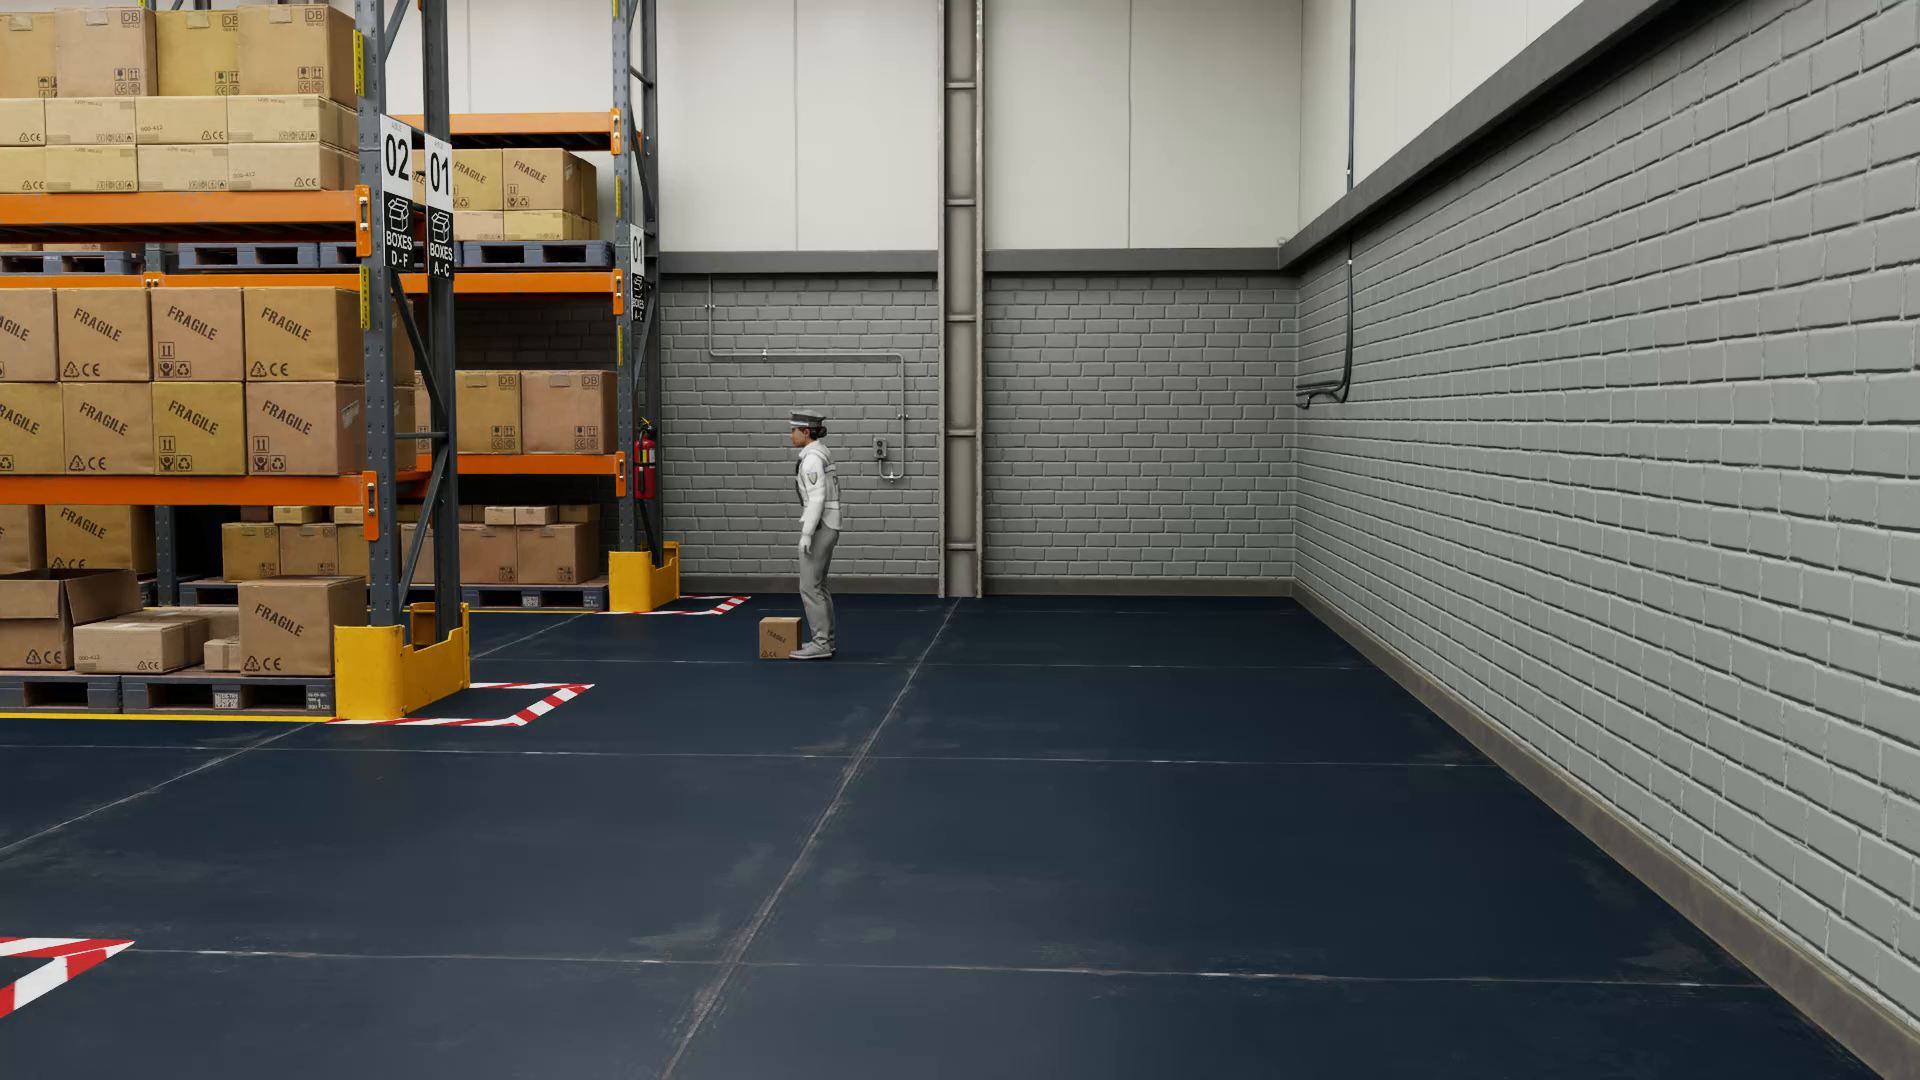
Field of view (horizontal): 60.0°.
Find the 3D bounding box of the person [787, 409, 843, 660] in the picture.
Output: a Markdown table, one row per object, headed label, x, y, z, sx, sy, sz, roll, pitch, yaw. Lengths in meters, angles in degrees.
| label | x | y | z | sx | sy | sz | roll | pitch | yaw |
| --- | --- | --- | --- | --- | --- | --- | --- | --- | --- |
| person | -0.971 | -0.043 | 11.164 | 0.370 | 1.666 | 0.545 | 0 | 4 | 1 |
